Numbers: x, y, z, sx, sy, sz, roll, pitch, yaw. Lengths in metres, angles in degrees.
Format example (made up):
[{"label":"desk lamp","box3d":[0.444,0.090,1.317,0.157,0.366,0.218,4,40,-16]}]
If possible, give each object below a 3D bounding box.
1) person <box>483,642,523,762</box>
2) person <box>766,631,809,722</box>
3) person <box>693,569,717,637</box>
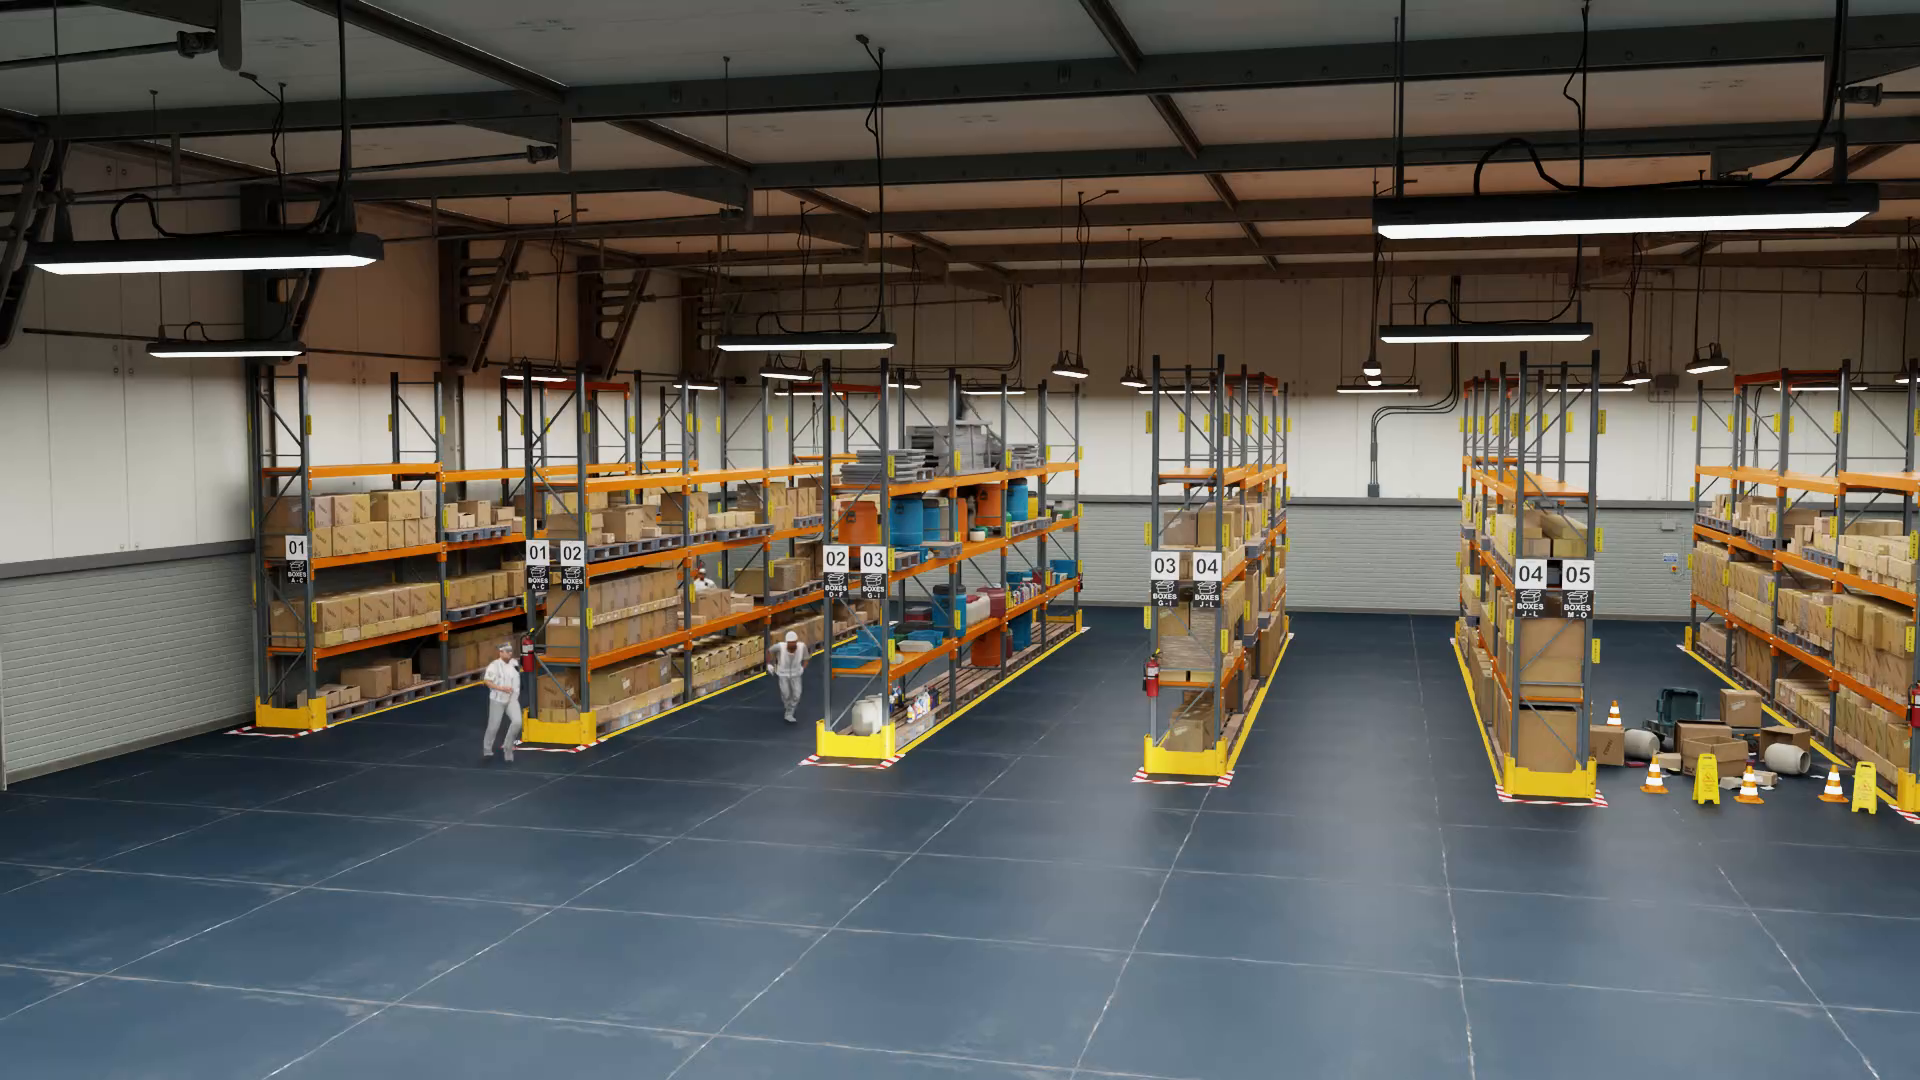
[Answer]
[{"label":"person","box3d":[-6.805,2.410,24.884,0.666,1.799,0.794,-3,5,-39]},{"label":"person","box3d":[-2.899,2.291,27.940,0.711,1.583,0.869,-1,4,-13]},{"label":"person","box3d":[-6.072,1.495,39.221,0.600,1.616,0.539,1,4,9]}]
